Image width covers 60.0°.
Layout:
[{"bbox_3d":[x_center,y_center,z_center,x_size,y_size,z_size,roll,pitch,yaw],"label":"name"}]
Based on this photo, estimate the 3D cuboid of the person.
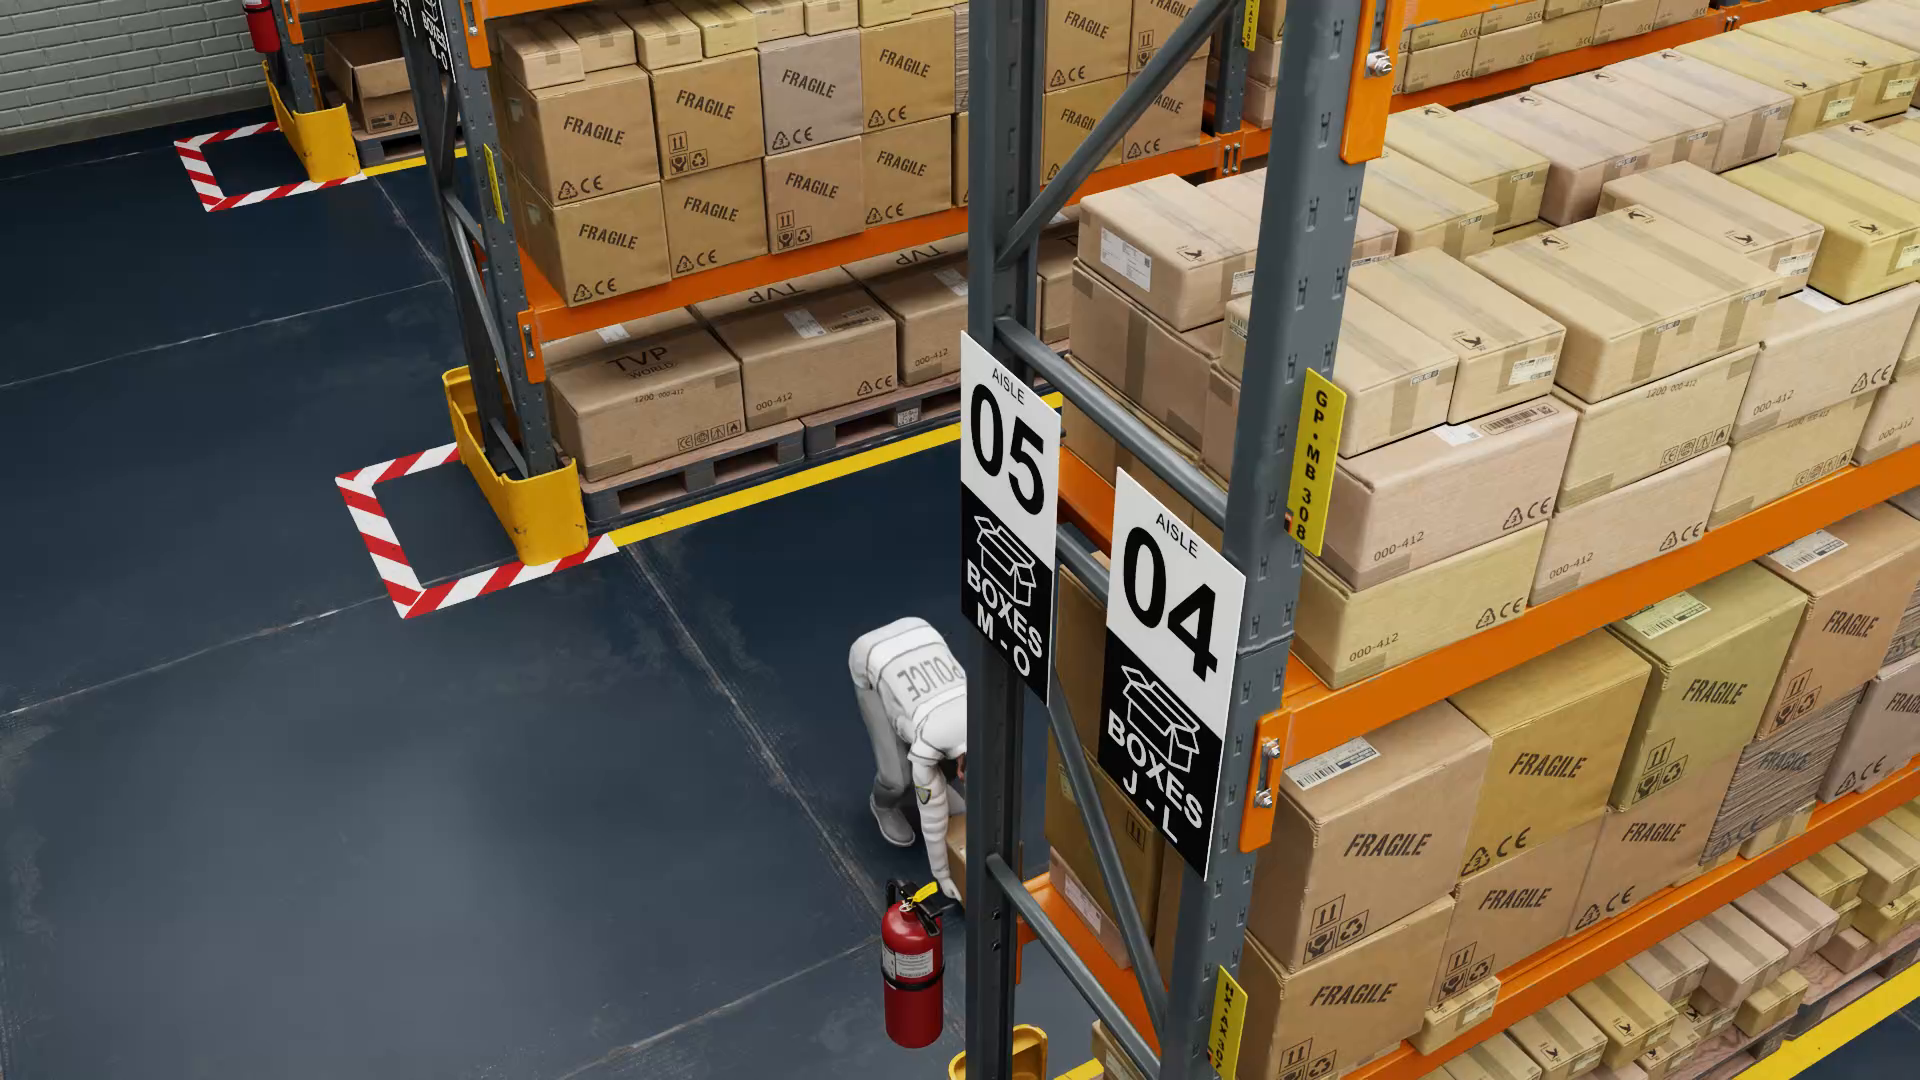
[{"bbox_3d":[-0.085,0.842,6.429,0.456,0.919,0.882,-21,42,-26],"label":"person"}]
